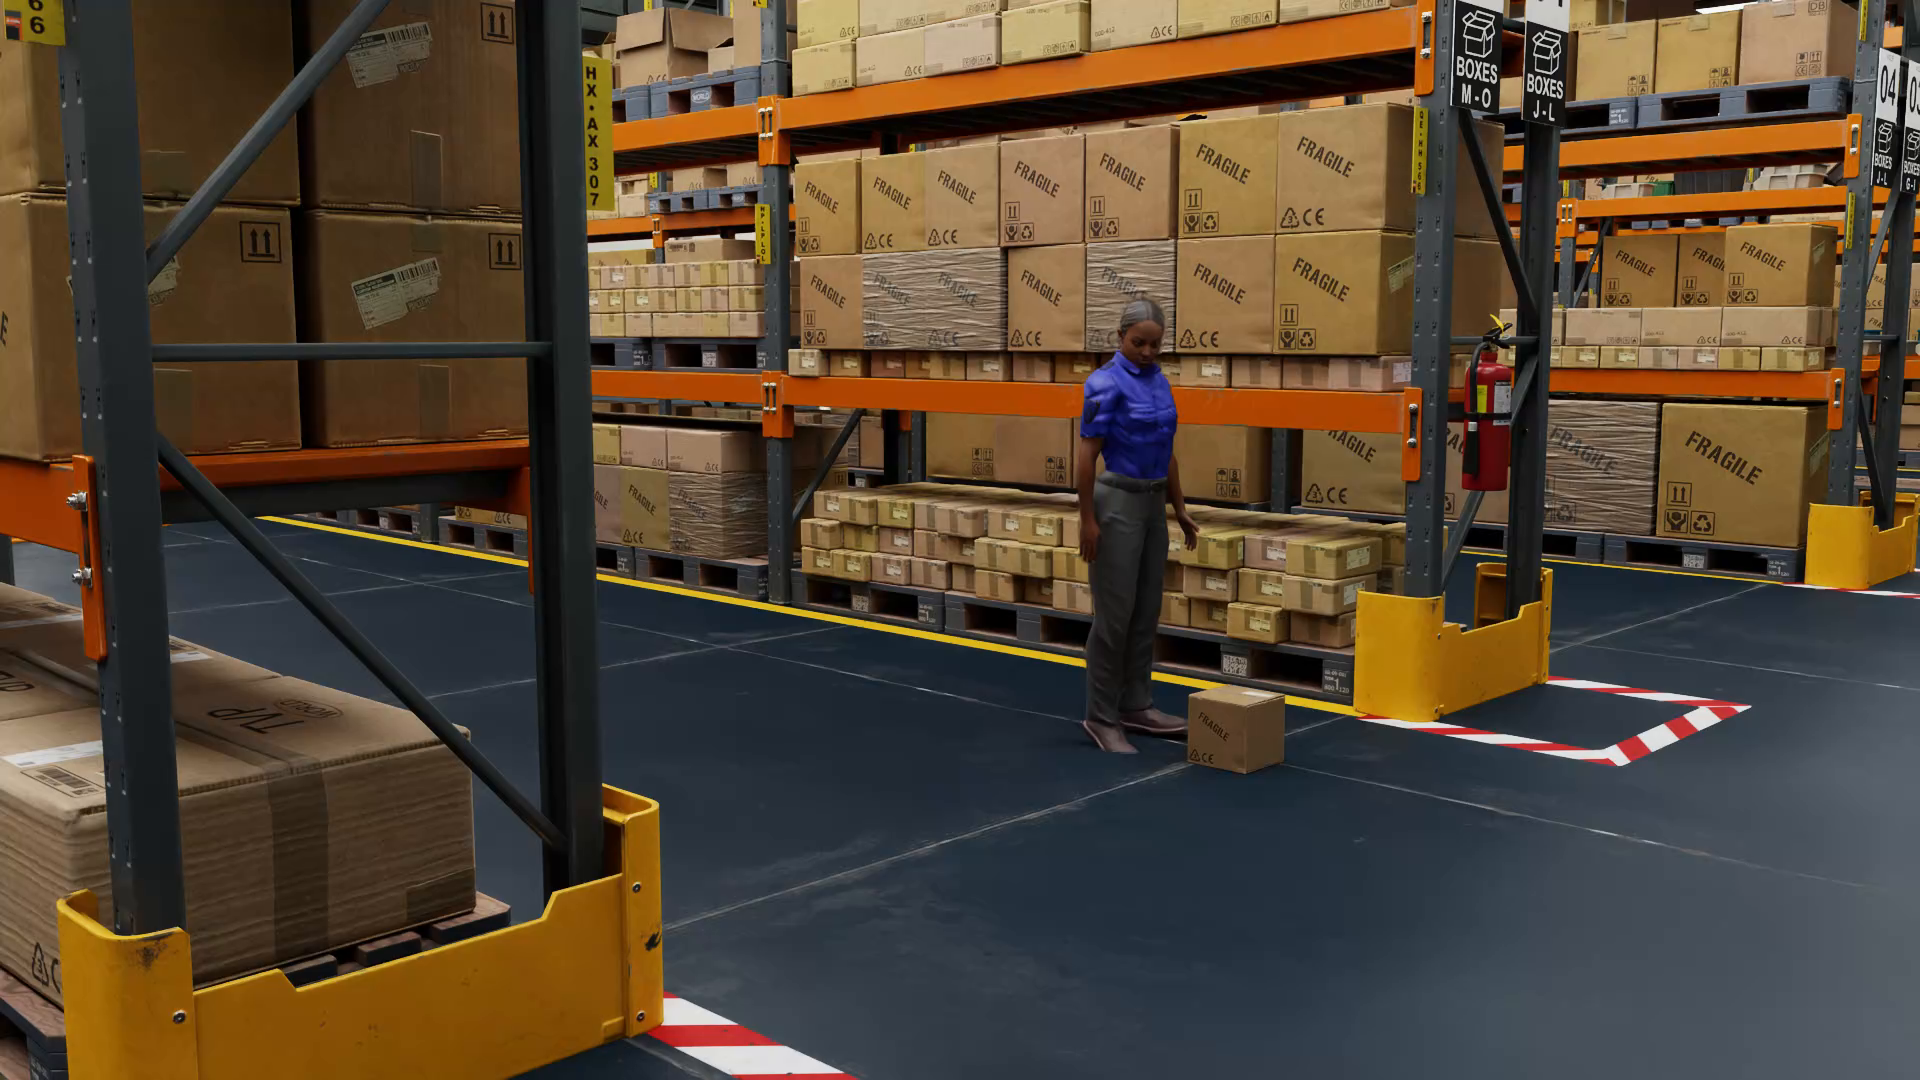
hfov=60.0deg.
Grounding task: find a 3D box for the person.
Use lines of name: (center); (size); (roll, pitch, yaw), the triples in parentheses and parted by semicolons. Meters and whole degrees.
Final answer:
person: (0.665, -0.048, 6.274); (0.336, 1.702, 0.534); (5, 9, 37)
